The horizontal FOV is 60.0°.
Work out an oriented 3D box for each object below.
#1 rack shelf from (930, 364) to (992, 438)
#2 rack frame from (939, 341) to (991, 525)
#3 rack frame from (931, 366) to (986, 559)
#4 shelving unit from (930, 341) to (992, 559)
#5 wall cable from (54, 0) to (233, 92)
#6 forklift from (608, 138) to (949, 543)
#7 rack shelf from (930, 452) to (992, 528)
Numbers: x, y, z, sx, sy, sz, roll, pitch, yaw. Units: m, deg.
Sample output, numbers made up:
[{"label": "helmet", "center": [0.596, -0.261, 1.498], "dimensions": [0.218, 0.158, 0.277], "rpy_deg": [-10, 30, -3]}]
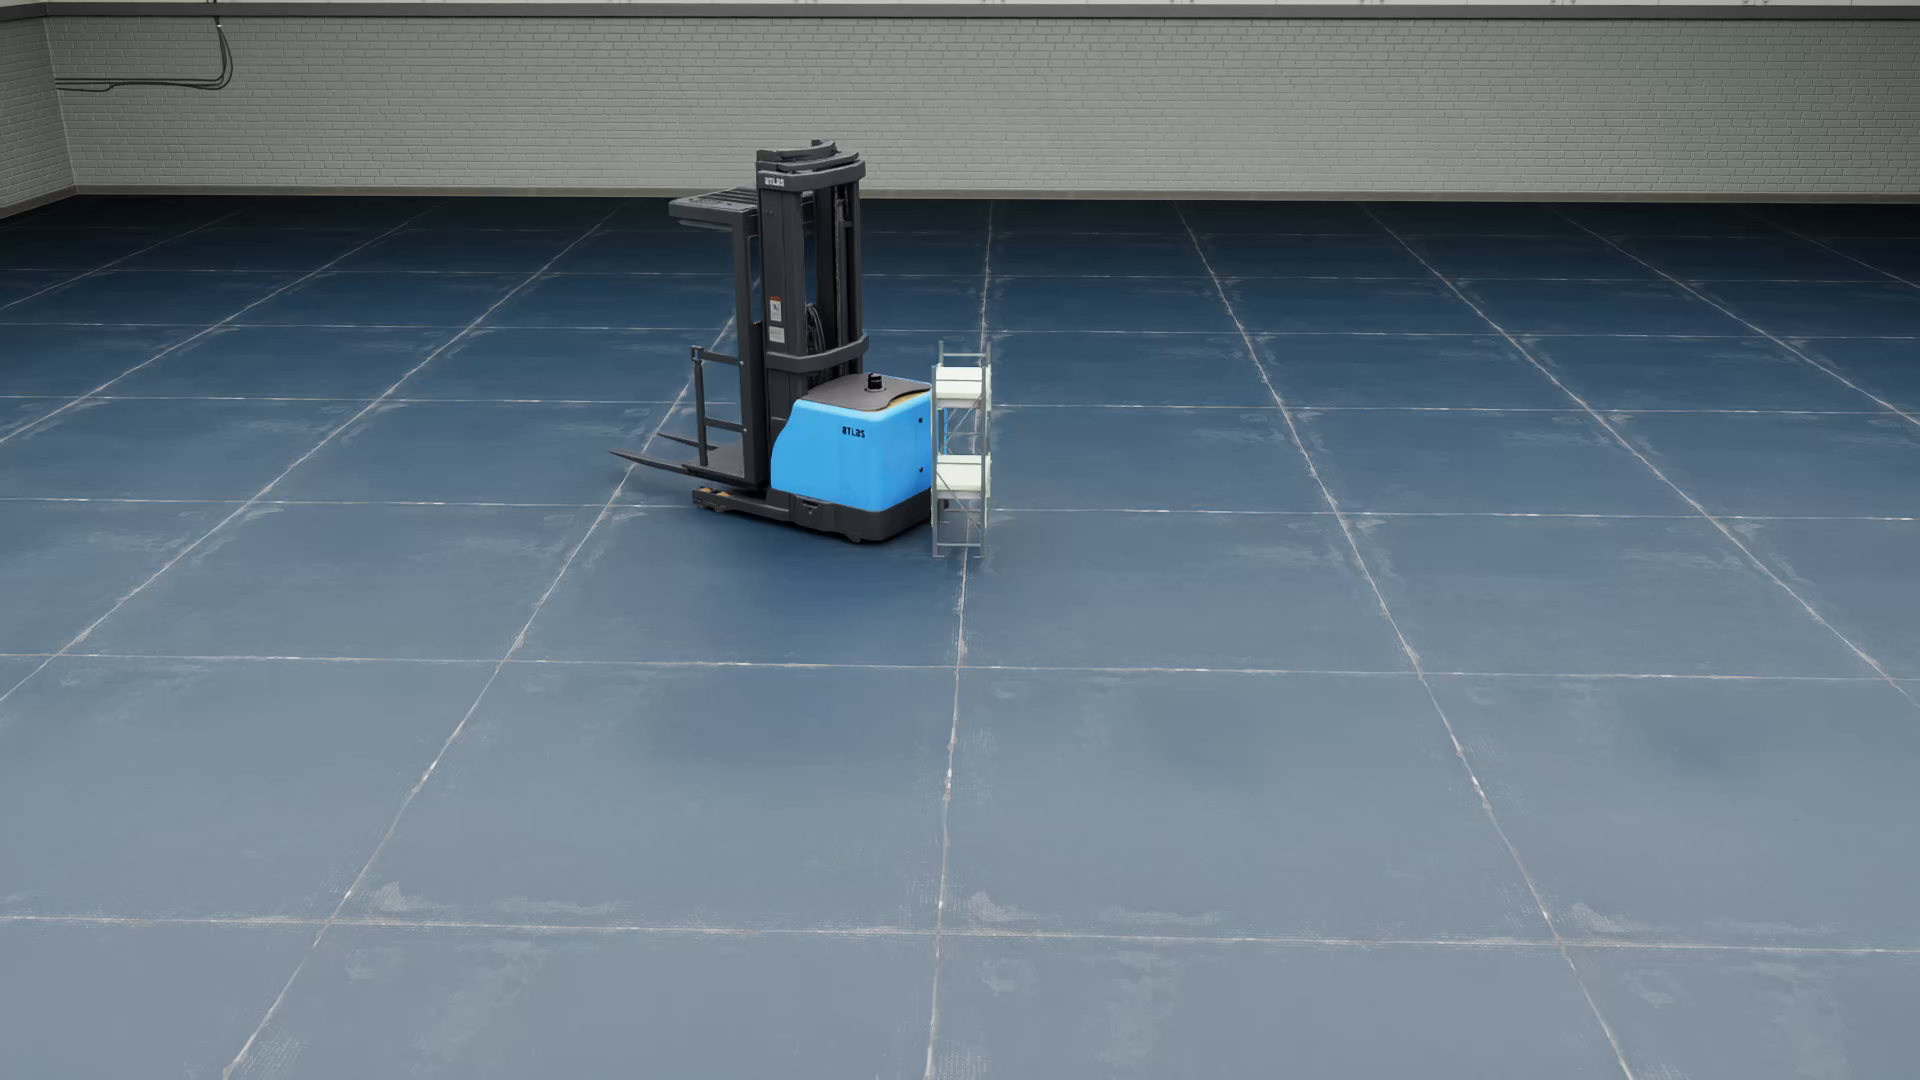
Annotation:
[{"label": "rack shelf", "center": [0.015, -1.061, 12.612], "dimensions": [0.431, 0.370, 0.720], "rpy_deg": [1, 21, 3]}, {"label": "rack frame", "center": [0.037, -0.830, 13.094], "dimensions": [0.400, 1.500, 0.023], "rpy_deg": [1, 21, 3]}, {"label": "rack frame", "center": [-0.008, -0.565, 12.413], "dimensions": [0.400, 1.500, 0.023], "rpy_deg": [1, 21, 3]}, {"label": "shelving unit", "center": [0.015, -0.697, 12.753], "dimensions": [0.431, 1.500, 0.755], "rpy_deg": [1, 21, 3]}, {"label": "wall cable", "center": [-13.454, -8.559, 26.940], "dimensions": [3.097, 2.526, 0.112], "rpy_deg": [1, 21, 2]}, {"label": "forklift", "center": [-1.601, -1.735, 13.448], "dimensions": [3.031, 2.935, 1.130], "rpy_deg": [13, 25, 31]}, {"label": "rack shelf", "center": [0.015, -0.394, 12.871], "dimensions": [0.431, 0.370, 0.720], "rpy_deg": [1, 21, 3]}]
